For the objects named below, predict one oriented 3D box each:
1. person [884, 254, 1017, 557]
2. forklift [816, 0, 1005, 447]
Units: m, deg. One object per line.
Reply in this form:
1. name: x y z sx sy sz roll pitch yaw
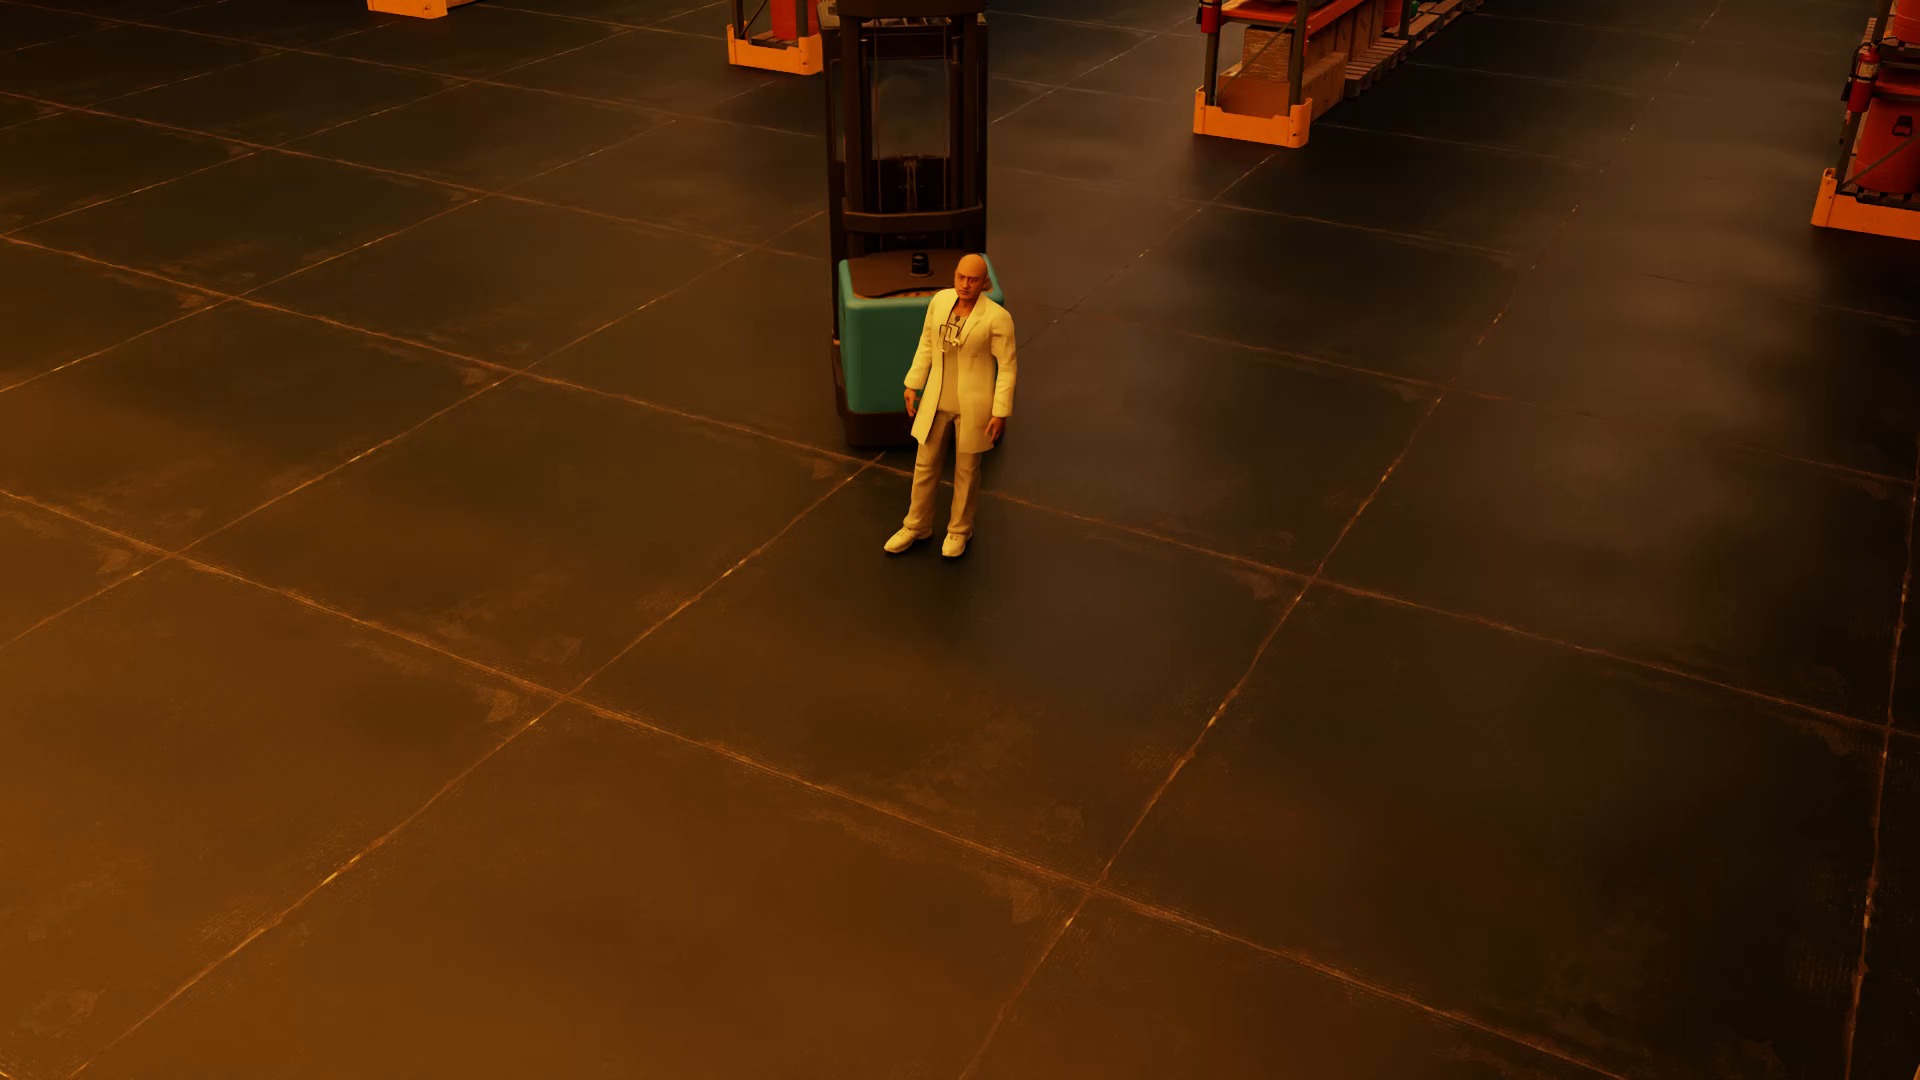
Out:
1. person: -0.048 -0.738 9.488 0.698 1.776 0.580 15 33 25
2. forklift: -0.391 -2.597 11.571 1.130 2.935 3.031 -3 30 -6
